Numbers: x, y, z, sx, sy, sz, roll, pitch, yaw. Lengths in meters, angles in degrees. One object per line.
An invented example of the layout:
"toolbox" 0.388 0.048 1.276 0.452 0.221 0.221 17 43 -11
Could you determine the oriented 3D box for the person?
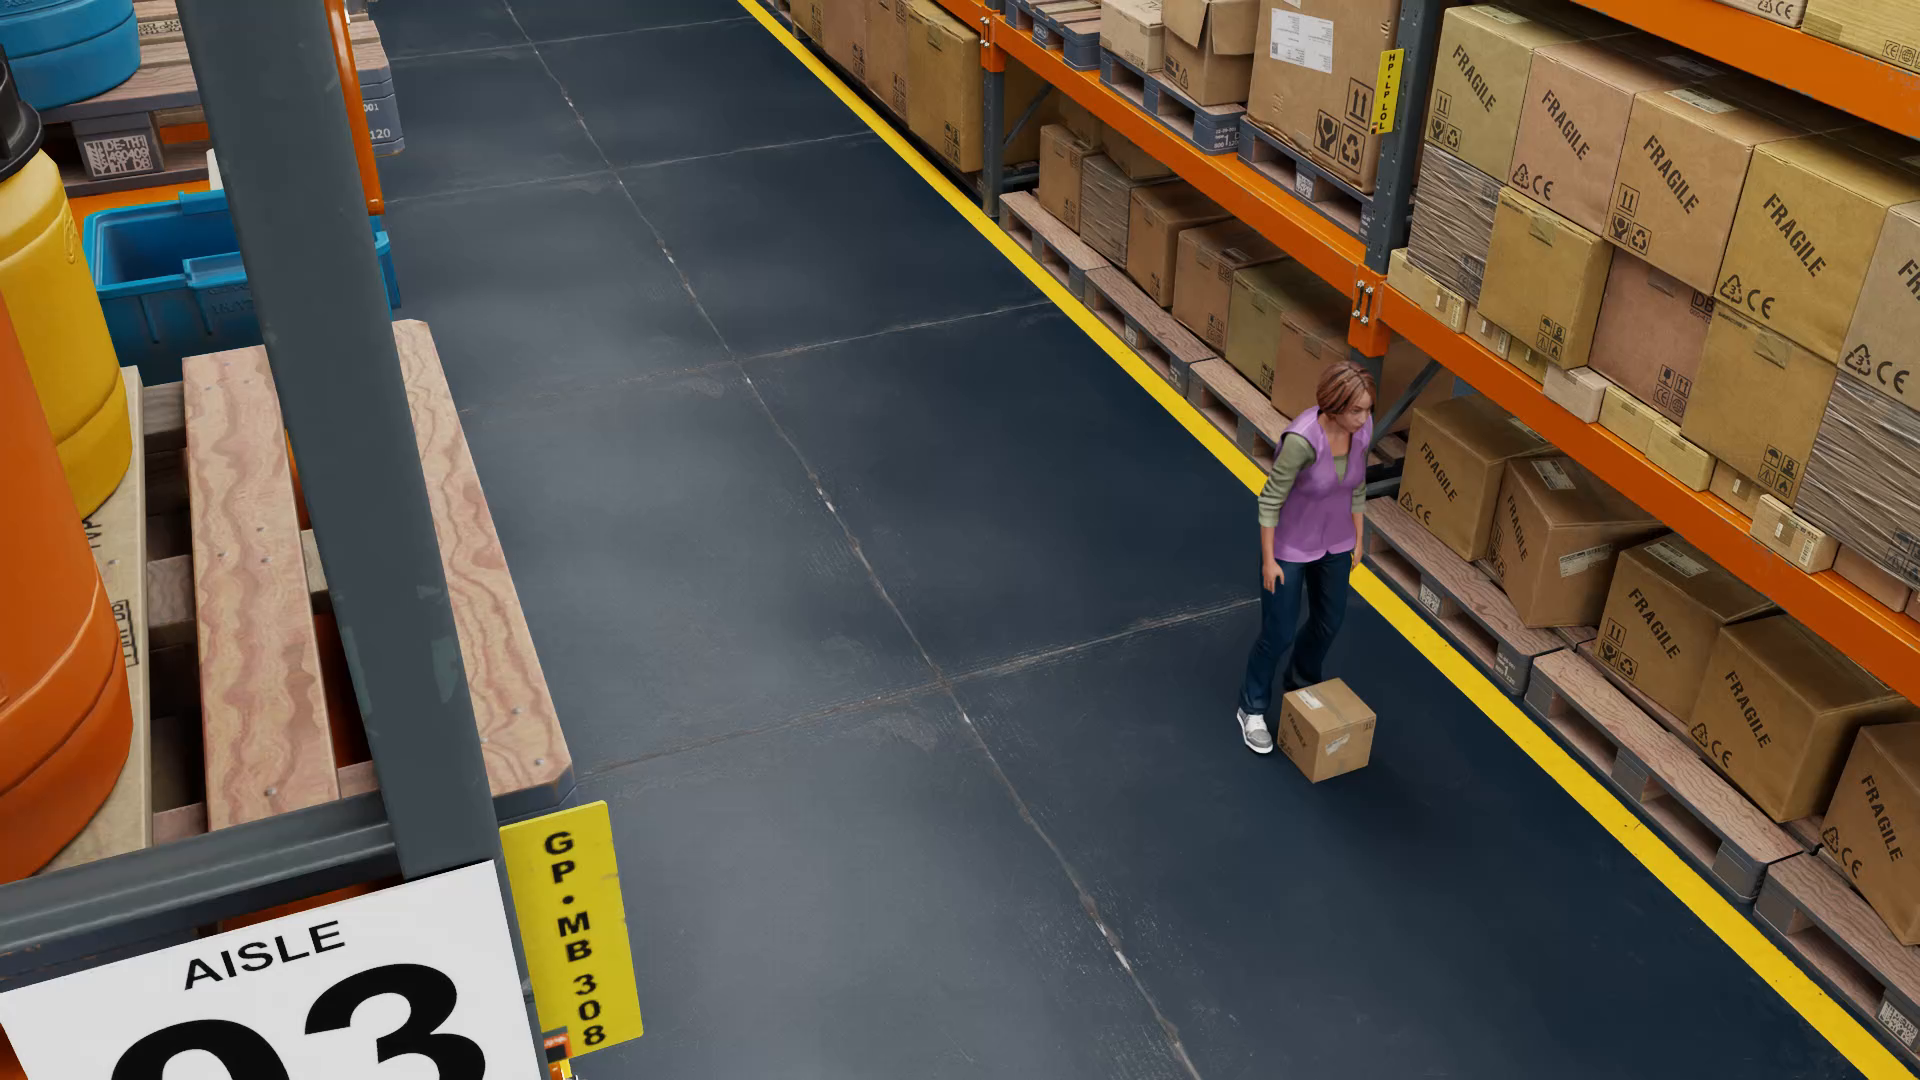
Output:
"person" 1.281 0.041 6.091 0.466 1.592 0.345 -14 37 -20
